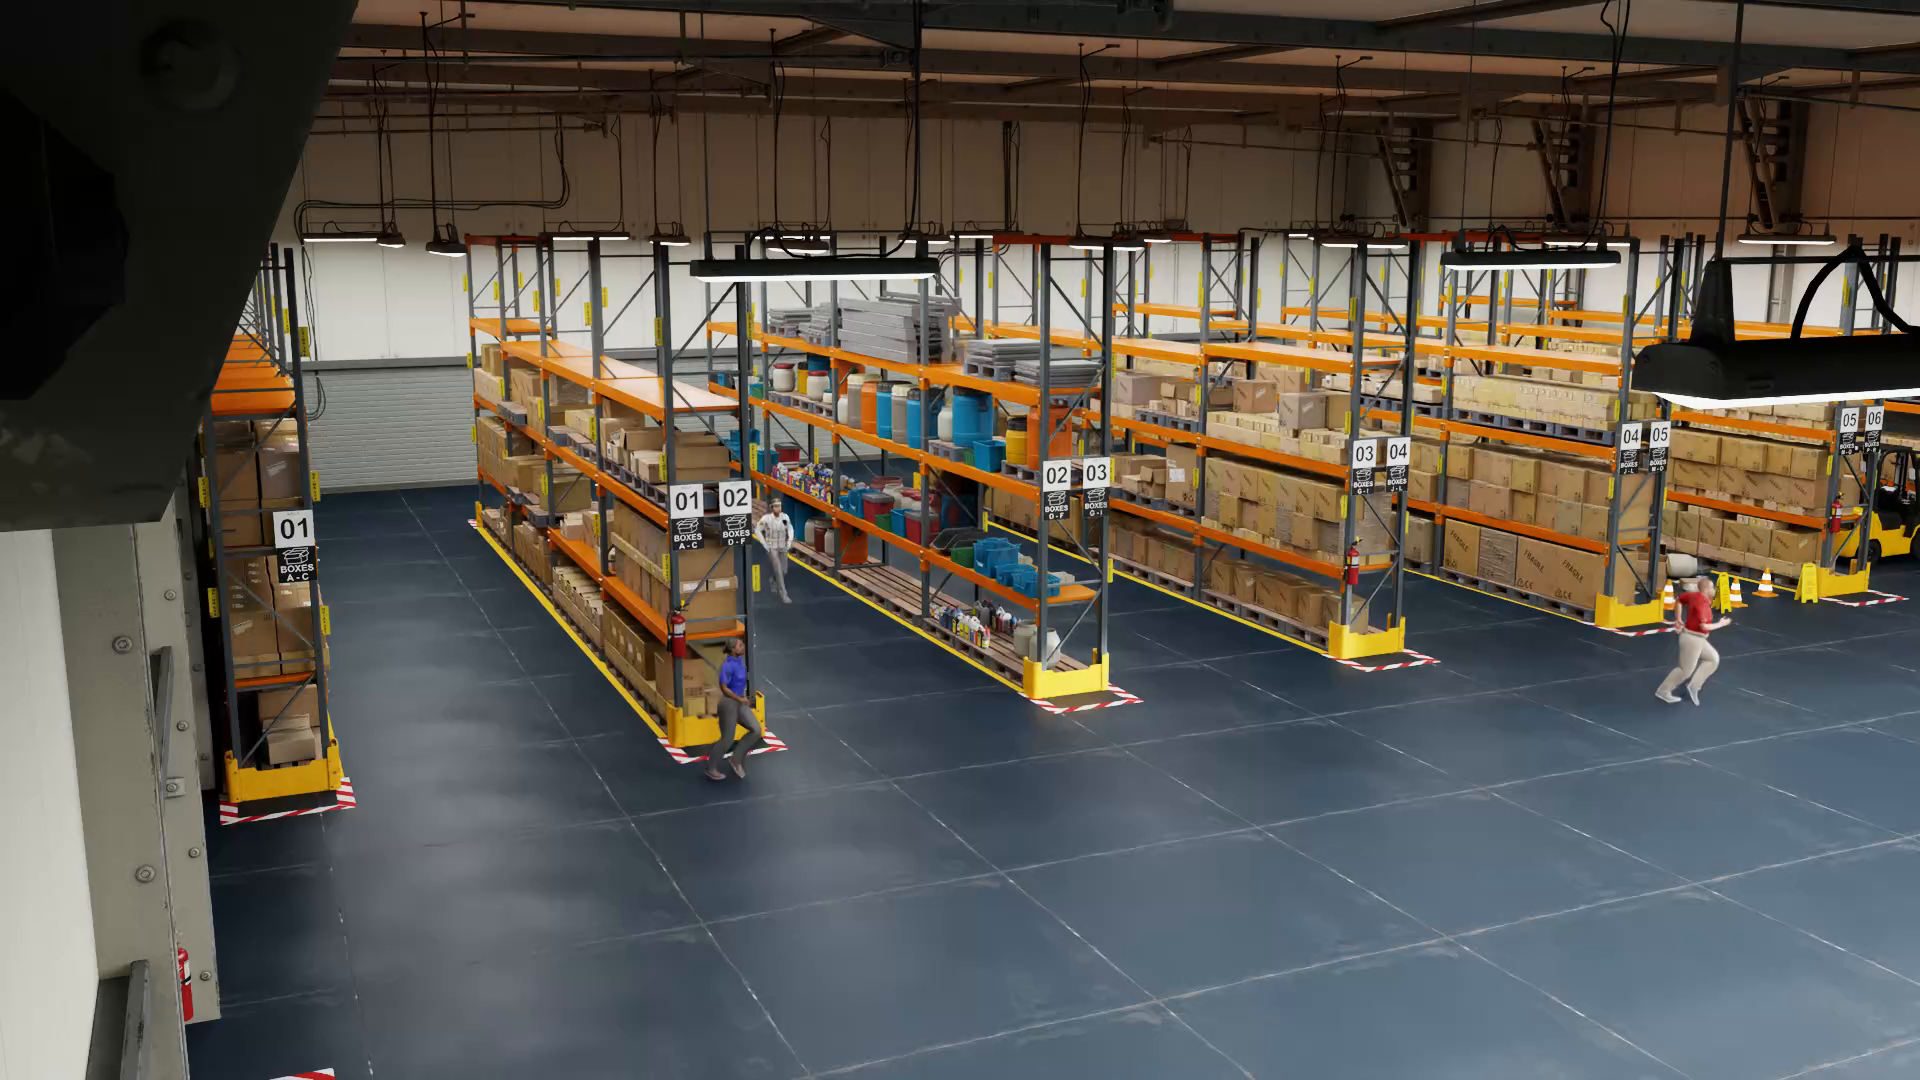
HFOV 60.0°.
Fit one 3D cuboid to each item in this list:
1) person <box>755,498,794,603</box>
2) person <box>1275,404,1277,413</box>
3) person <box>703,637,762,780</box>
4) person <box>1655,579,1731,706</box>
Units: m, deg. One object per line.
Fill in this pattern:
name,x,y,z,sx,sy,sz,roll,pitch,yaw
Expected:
person,-2.941,0.139,26.584,0.643,1.680,0.671,-6,12,-27
person,8.283,-2.960,43.750,0.833,1.769,0.691,0,11,1
person,-2.588,1.906,19.058,0.636,1.620,0.632,3,11,13
person,9.596,1.340,21.739,0.832,1.725,0.693,4,12,18
